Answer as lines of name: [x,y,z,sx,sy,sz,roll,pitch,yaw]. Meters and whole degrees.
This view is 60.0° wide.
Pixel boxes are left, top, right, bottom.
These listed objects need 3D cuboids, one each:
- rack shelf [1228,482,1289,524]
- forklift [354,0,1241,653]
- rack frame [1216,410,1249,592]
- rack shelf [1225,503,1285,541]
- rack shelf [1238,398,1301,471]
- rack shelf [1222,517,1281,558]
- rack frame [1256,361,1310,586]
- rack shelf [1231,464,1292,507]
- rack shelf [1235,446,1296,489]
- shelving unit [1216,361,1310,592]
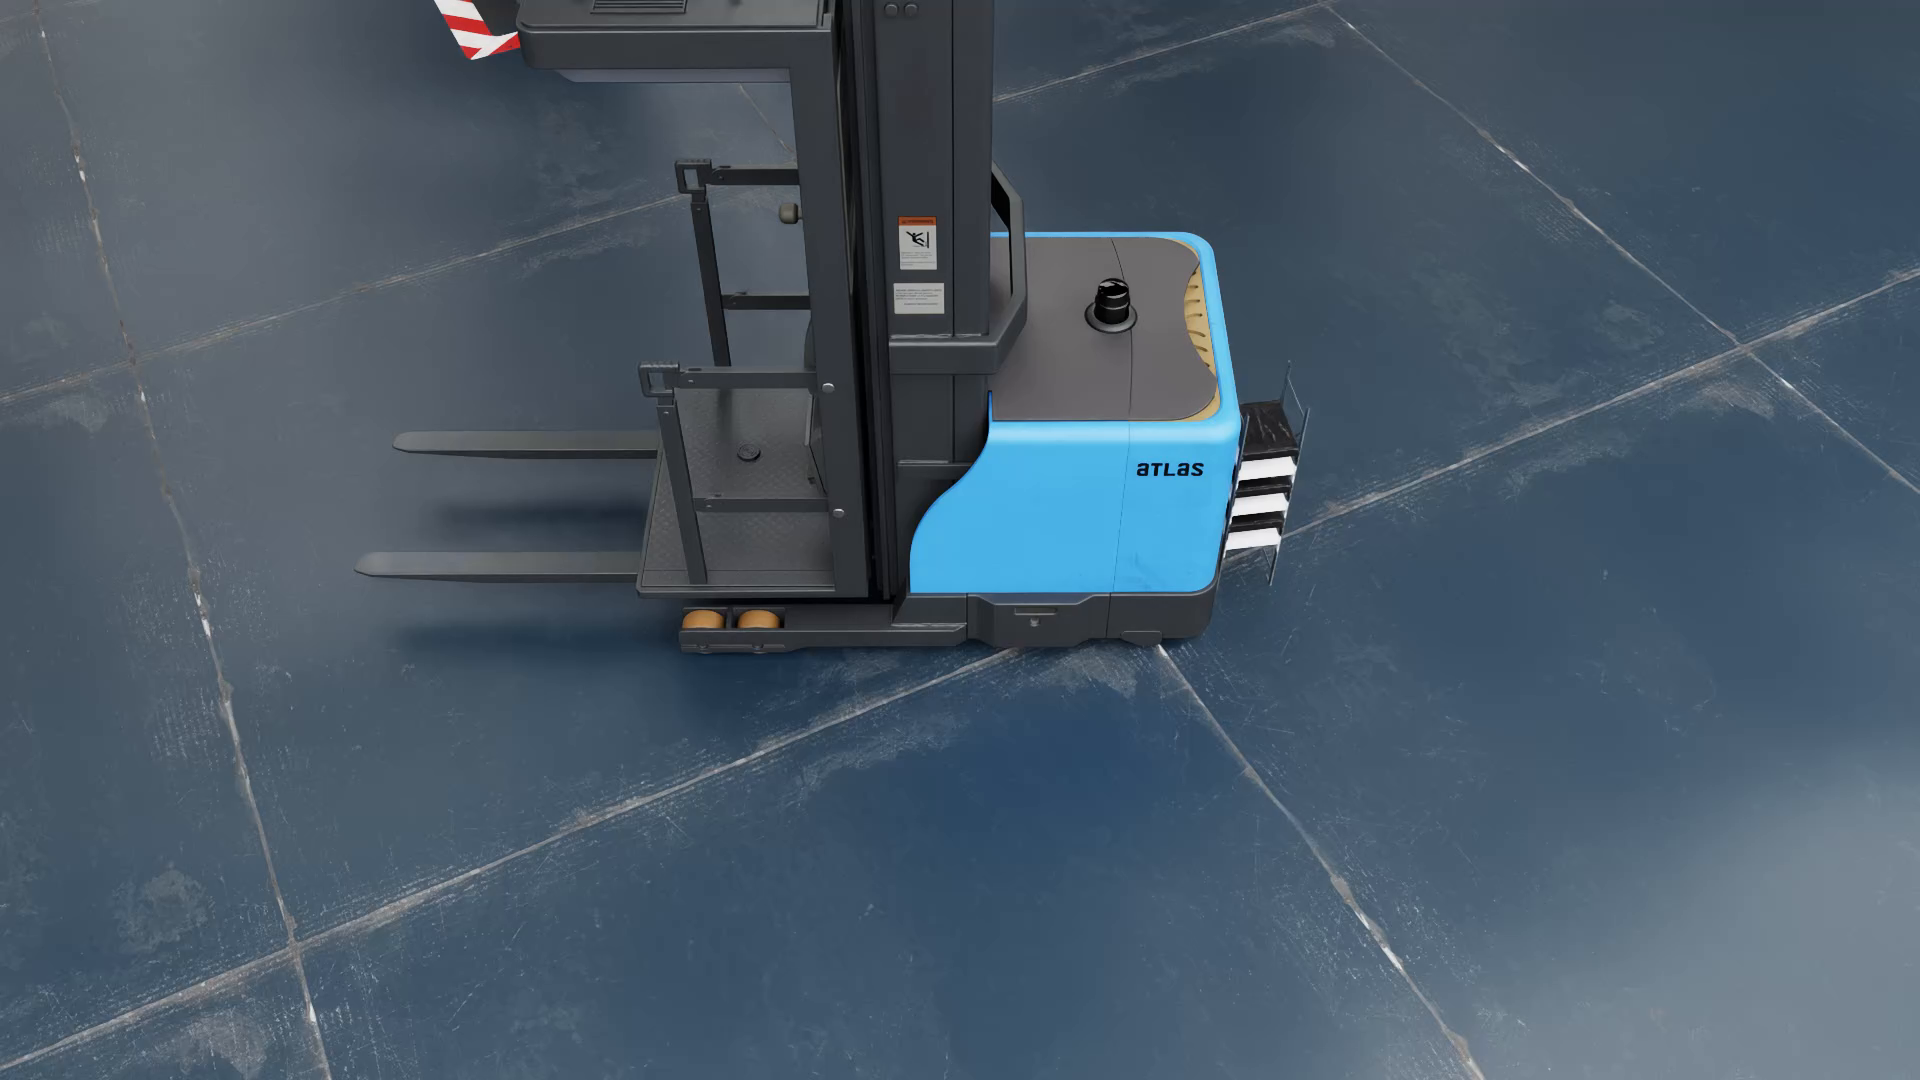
rack shelf: [1.021,-0.183,5.857,0.200,0.077,0.258,-6,49,-6]
forklift: [-0.624,-0.964,5.146,3.031,2.935,1.130,0,49,0]
rack frame: [0.920,-0.194,5.822,0.006,0.900,0.240,-6,49,-6]
rack shelf: [1.021,-0.124,5.925,0.200,0.077,0.258,-6,49,-6]
rack shelf: [1.021,-0.361,5.654,0.200,0.077,0.258,-6,49,-6]
rack shelf: [1.021,-0.065,5.992,0.200,0.077,0.258,-6,49,-6]
rack frame: [1.121,-0.217,5.842,0.006,0.900,0.240,-6,49,-6]
rack shelf: [1.021,-0.243,5.789,0.200,0.077,0.258,-6,49,-6]
rack shelf: [1.021,-0.302,5.721,0.200,0.077,0.258,-6,49,-6]
shelving unit: [1.021,-0.205,5.832,0.210,0.900,0.258,-6,49,-6]
